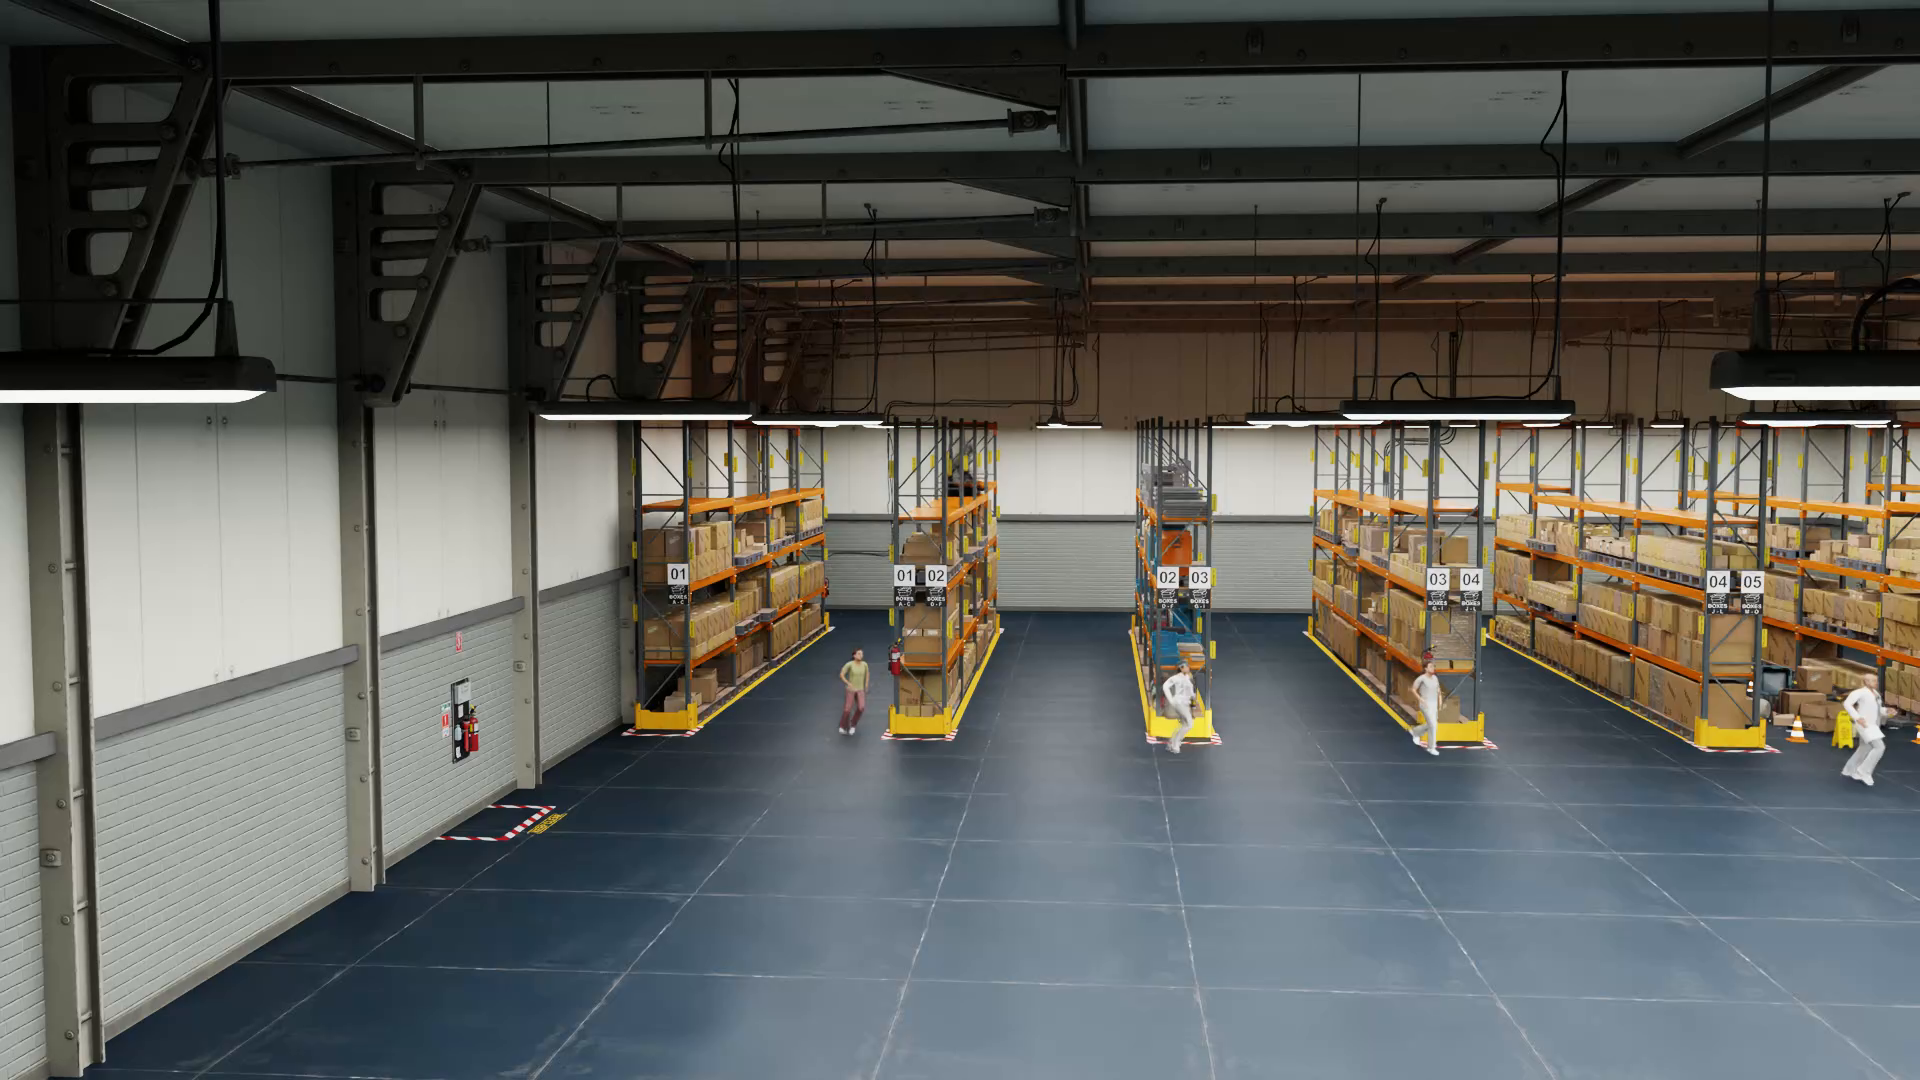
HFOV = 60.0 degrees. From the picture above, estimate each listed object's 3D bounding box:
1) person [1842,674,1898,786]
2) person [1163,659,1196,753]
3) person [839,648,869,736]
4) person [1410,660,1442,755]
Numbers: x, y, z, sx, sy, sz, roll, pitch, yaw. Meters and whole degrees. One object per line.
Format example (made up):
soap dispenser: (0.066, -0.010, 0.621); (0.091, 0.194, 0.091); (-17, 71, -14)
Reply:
person: (14.783, 3.082, 27.046); (0.679, 1.818, 0.803); (-3, 5, -41)
person: (3.978, 2.950, 29.678); (0.559, 1.660, 0.629); (2, 4, 31)
person: (-1.965, 2.854, 31.423); (0.637, 1.641, 0.642); (-1, 4, -20)
person: (8.338, 2.971, 29.763); (0.602, 1.657, 0.724); (-2, 4, -32)
